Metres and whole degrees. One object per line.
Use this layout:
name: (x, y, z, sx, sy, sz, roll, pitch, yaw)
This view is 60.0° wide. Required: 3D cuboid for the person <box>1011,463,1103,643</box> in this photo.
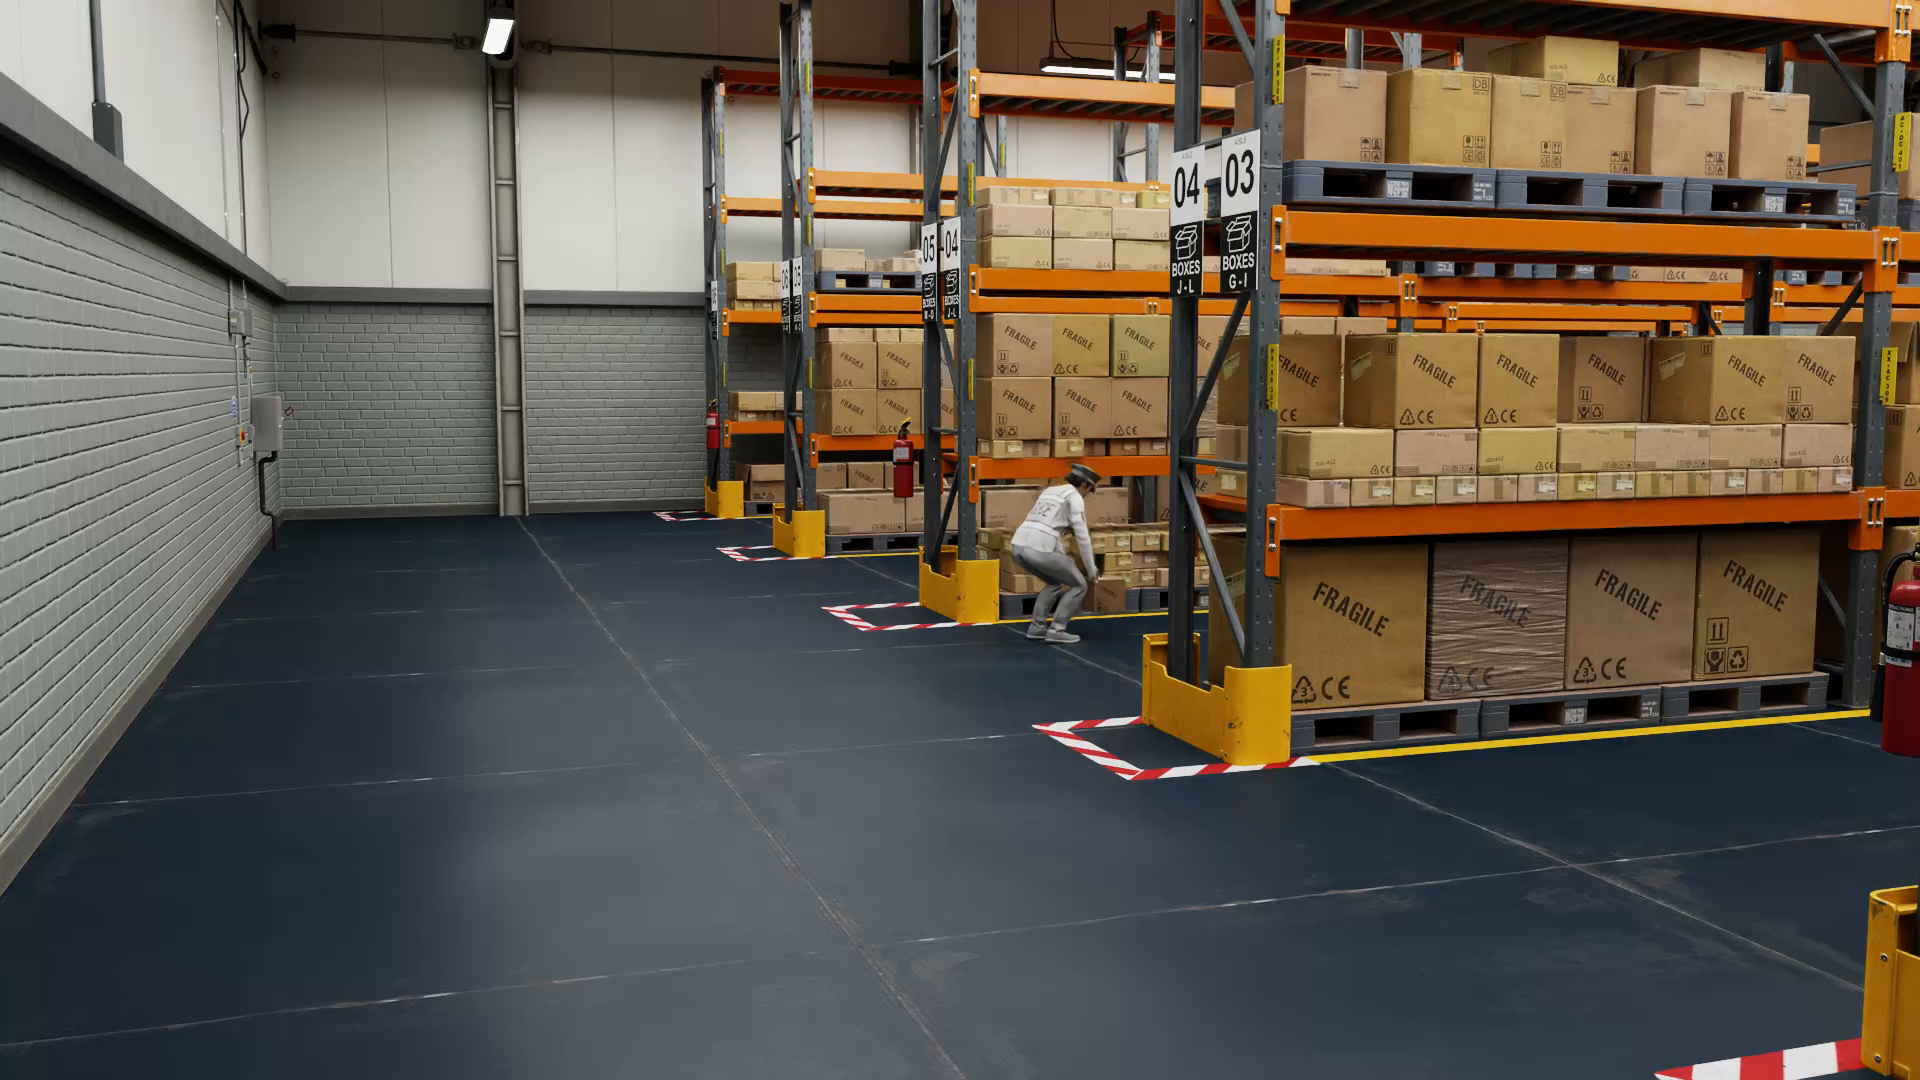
person: (0.722, 0.093, 12.374, 0.737, 1.322, 0.534, -3, 7, -28)
